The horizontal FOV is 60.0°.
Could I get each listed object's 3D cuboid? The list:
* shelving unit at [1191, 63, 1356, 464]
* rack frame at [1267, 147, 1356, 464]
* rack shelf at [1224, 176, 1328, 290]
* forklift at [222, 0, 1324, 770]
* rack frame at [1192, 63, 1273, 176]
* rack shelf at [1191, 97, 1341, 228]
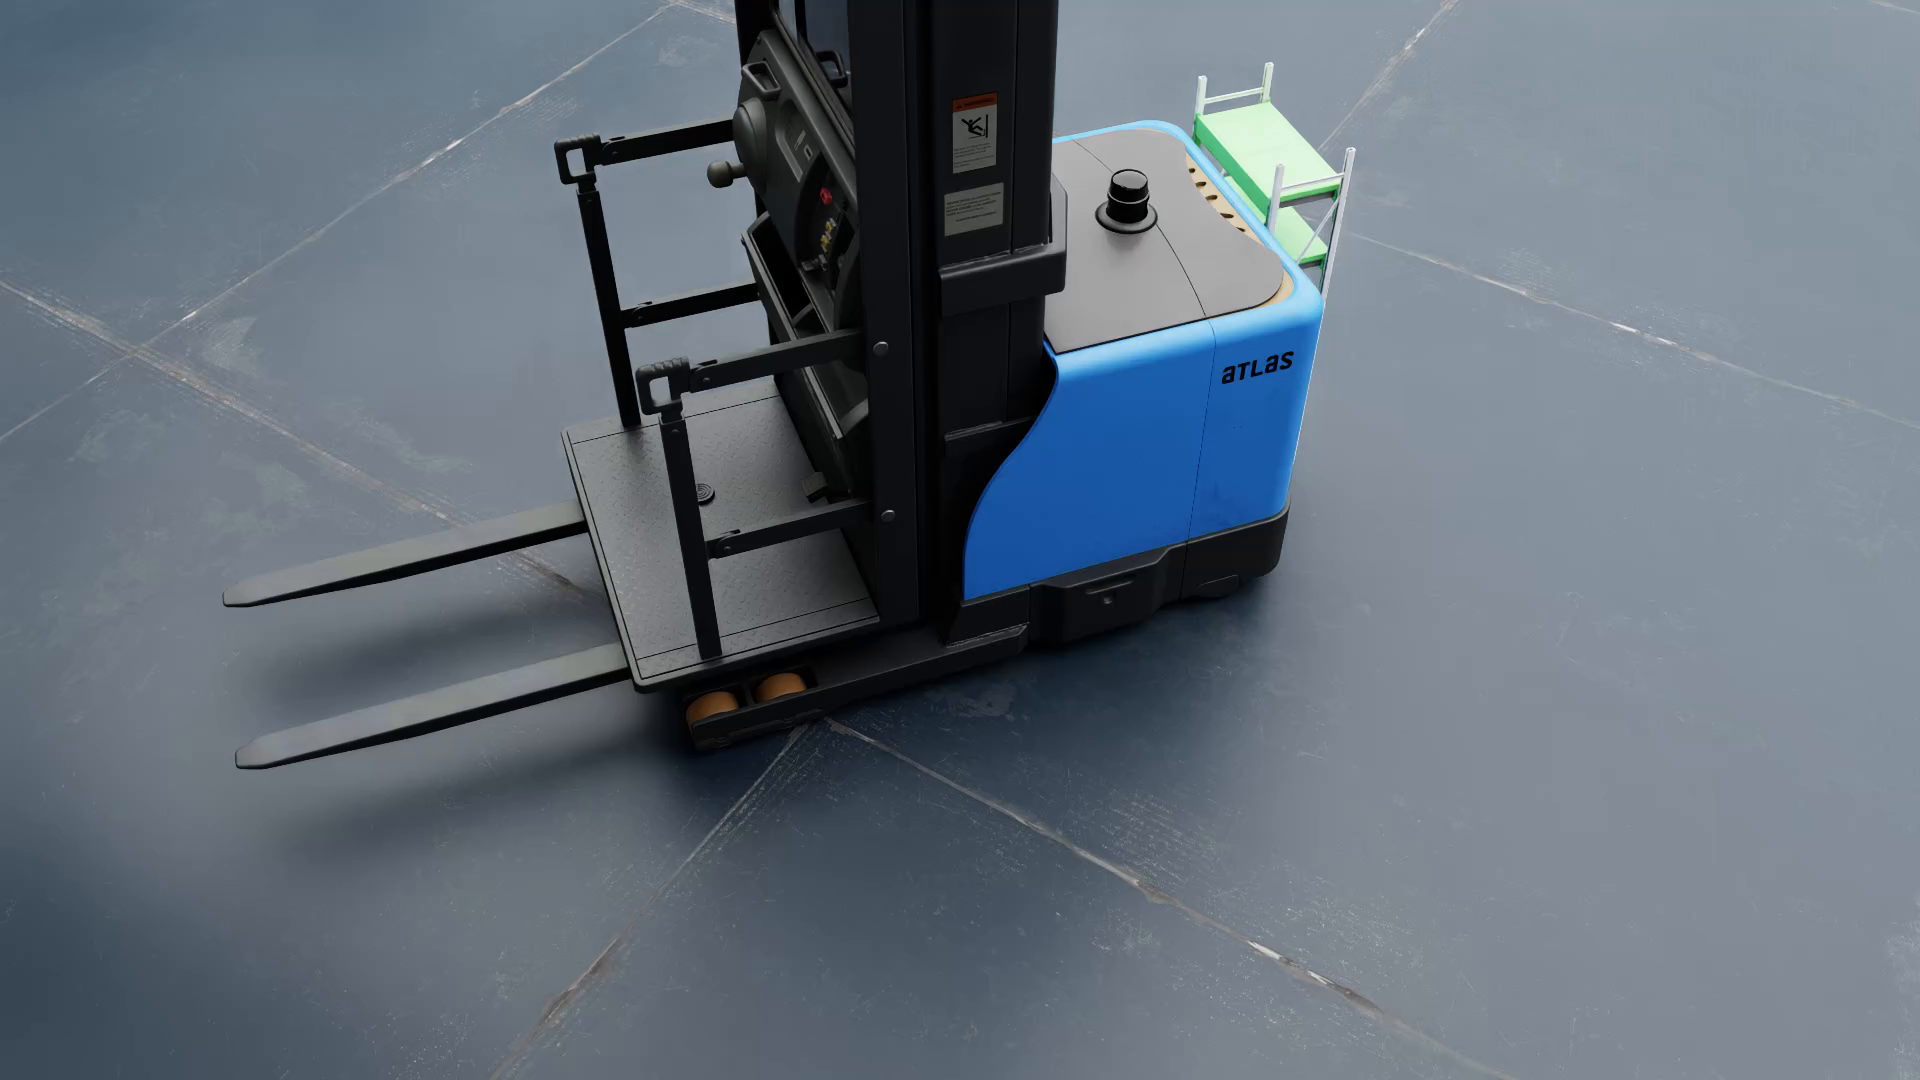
[{"bbox_3d":[0.903,-0.808,5.199,0.258,1.200,0.503,-15,48,-14],"label":"shelving unit"},{"bbox_3d":[0.987,-0.644,5.039,0.240,1.200,0.015,-15,48,-14],"label":"rack frame"},{"bbox_3d":[0.903,-0.931,5.072,0.258,0.148,0.480,-15,48,-14],"label":"rack shelf"},{"bbox_3d":[-0.590,-0.866,4.048,3.031,2.935,1.130,-15,48,-14],"label":"forklift"},{"bbox_3d":[0.819,-0.972,5.358,0.240,1.200,0.015,-15,48,-14],"label":"rack frame"},{"bbox_3d":[0.903,-1.098,4.900,0.258,0.148,0.480,-15,48,-14],"label":"rack shelf"}]
